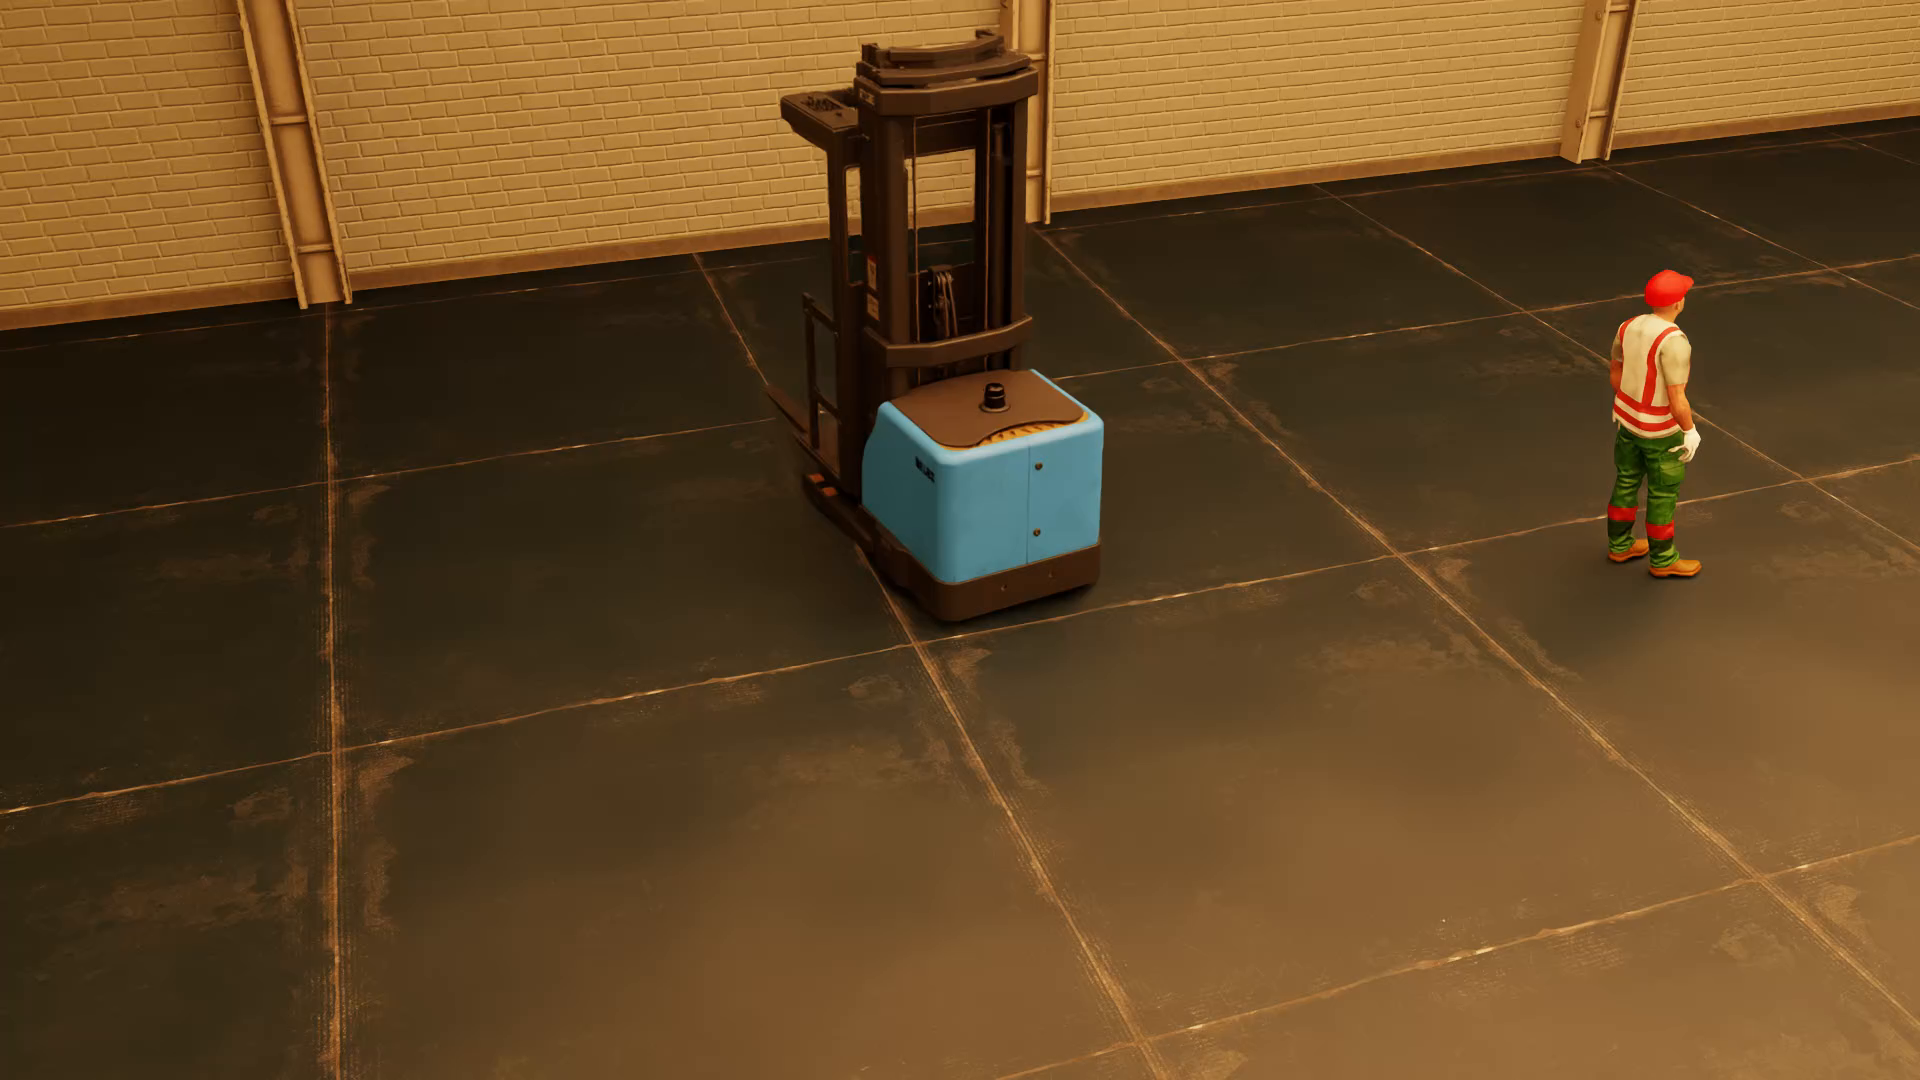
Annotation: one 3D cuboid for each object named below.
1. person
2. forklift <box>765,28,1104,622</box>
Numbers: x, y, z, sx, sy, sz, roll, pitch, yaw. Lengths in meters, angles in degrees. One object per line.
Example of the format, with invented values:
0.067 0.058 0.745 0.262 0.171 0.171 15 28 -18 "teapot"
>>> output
3.961 -0.672 9.386 0.564 1.787 0.638 -10 31 -16 "person"
-0.335 -1.531 9.748 1.130 2.935 3.031 -15 33 -24 "forklift"
